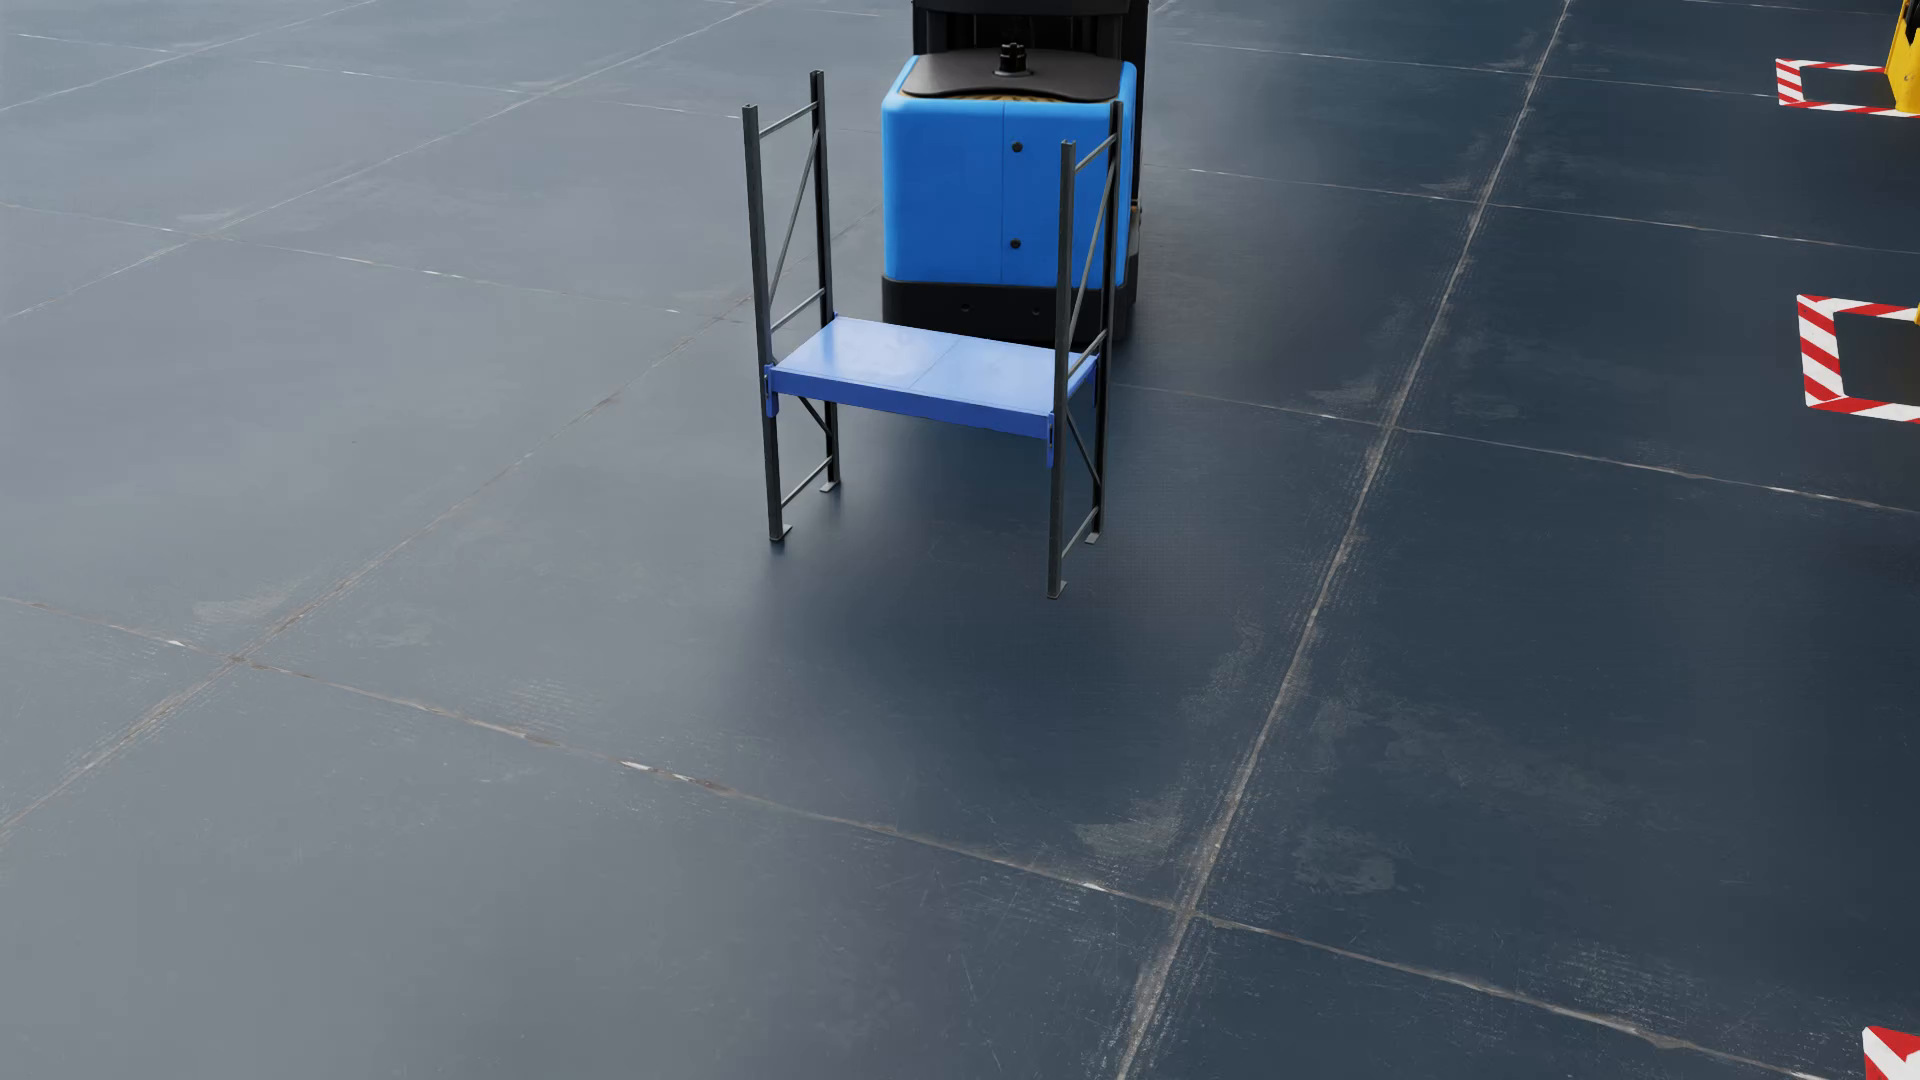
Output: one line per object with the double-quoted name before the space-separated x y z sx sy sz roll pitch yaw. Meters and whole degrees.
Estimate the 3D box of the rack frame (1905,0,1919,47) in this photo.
"rack frame" 6.258 -4.272 10.259 0.127 3.000 1.000 11 31 19

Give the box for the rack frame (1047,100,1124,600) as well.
"rack frame" 0.392 -0.575 5.242 0.032 1.500 0.500 11 31 19

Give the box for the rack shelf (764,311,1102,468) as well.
"rack shelf" -0.079 -0.512 5.497 1.000 0.185 0.538 11 31 19

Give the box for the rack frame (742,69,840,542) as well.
"rack frame" -0.550 -0.763 5.575 0.032 1.500 0.500 11 31 19

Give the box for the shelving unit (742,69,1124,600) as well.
"shelving unit" -0.079 -0.669 5.409 1.048 1.500 0.538 11 31 19

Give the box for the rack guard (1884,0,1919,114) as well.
"rack guard" 6.328 -3.169 10.849 0.348 0.500 1.175 11 31 19

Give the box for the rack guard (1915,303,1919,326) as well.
"rack guard" 4.277 -0.945 6.914 0.348 0.500 1.175 11 31 19

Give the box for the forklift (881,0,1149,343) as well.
"forklift" 0.354 -2.815 7.751 1.130 2.935 3.031 3 30 6
